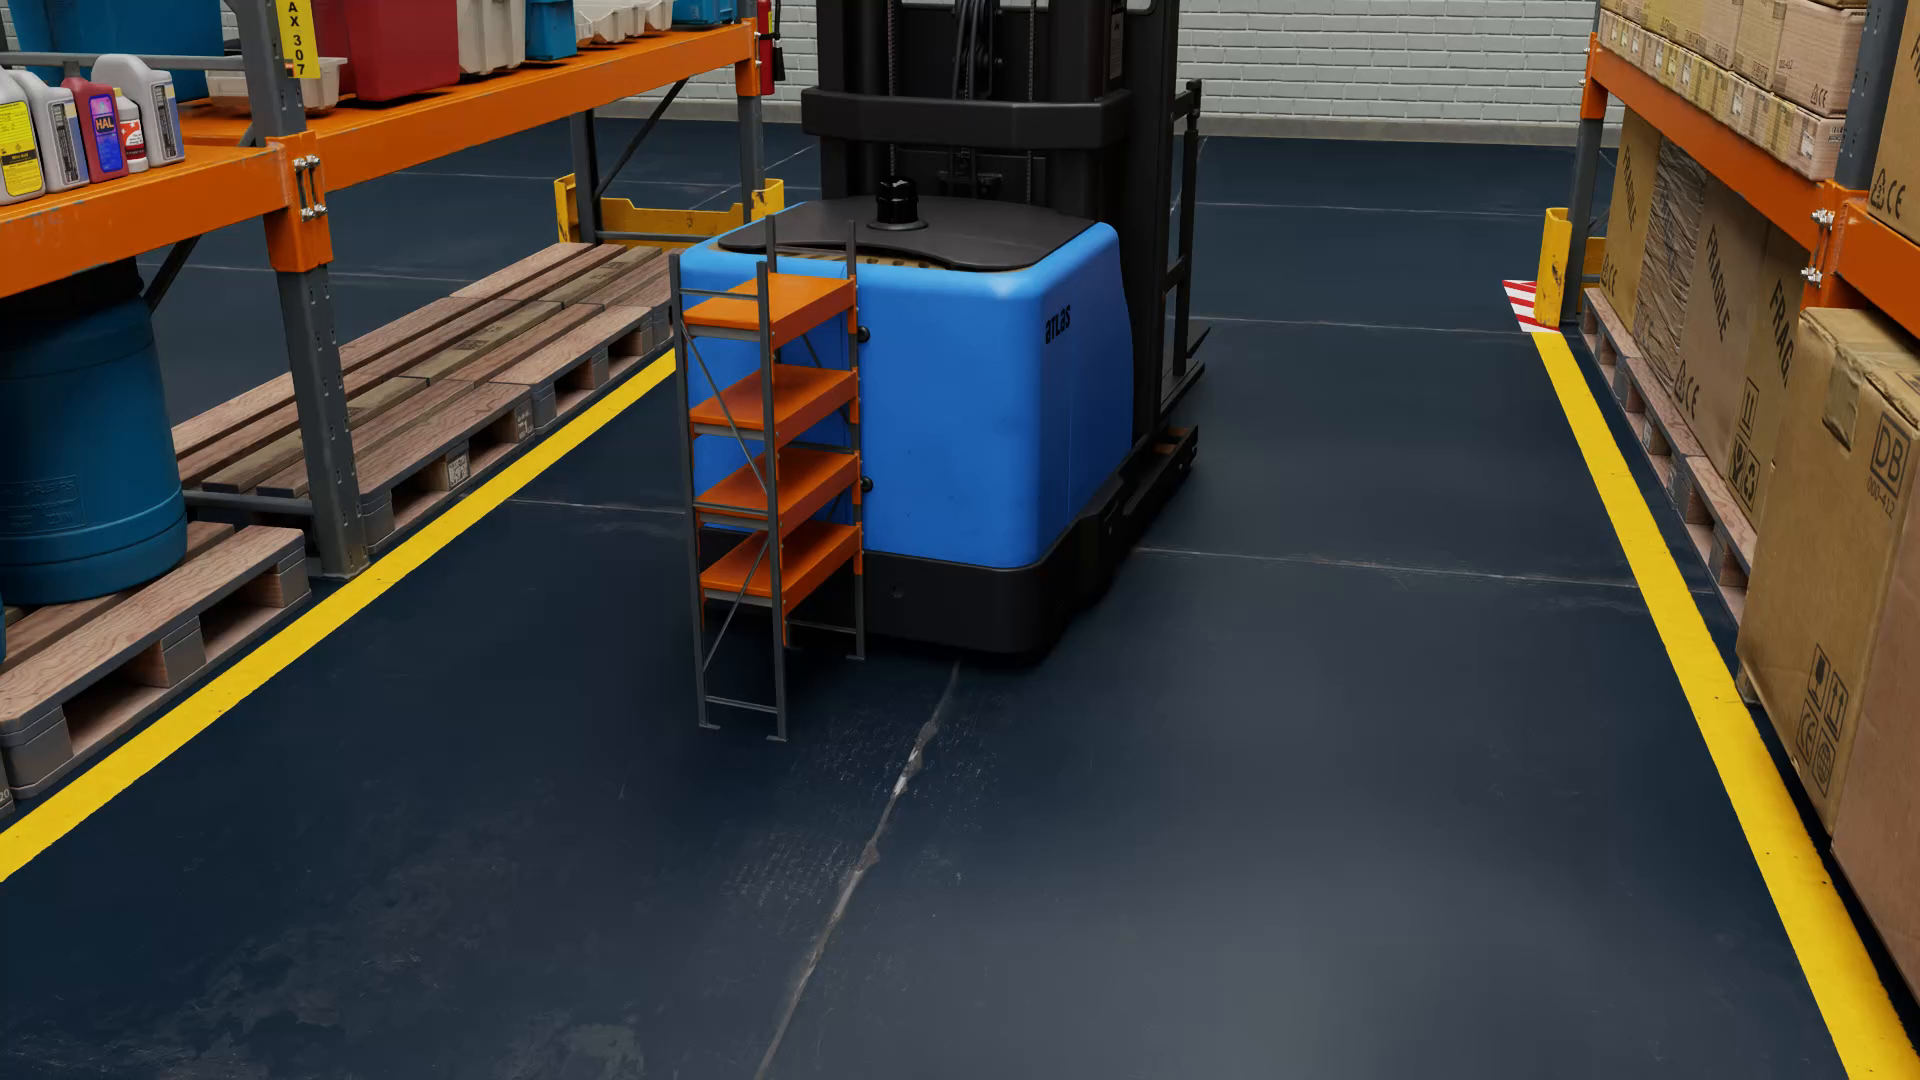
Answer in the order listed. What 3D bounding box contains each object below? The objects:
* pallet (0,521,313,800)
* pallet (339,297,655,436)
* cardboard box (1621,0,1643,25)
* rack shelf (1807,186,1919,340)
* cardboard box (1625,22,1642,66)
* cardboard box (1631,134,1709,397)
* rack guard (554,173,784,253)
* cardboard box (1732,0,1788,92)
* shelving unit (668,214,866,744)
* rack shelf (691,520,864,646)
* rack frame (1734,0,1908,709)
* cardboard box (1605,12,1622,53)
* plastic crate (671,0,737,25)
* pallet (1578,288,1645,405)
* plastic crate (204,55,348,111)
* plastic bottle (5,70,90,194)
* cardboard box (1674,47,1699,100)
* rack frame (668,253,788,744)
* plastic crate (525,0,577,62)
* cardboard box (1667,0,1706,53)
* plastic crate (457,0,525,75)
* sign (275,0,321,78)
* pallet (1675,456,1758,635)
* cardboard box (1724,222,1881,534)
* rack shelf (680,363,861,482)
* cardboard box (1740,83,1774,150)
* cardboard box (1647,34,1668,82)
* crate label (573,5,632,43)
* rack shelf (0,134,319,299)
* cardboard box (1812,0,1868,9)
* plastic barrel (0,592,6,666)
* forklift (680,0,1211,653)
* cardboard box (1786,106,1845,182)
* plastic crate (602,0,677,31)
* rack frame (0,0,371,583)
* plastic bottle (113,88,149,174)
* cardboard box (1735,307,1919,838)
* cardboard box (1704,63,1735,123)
[{"bbox_3d":[-2.523,0.250,4.451,1.003,0.211,1.213,4,22,11],"label":"pallet"},{"bbox_3d":[-1.965,-0.749,6.930,1.003,0.211,1.213,4,22,11],"label":"pallet"},{"bbox_3d":[2.879,-2.131,6.432,0.500,0.250,0.500,4,22,10],"label":"cardboard box"},{"bbox_3d":[2.116,0.120,2.004,1.077,0.370,4.000,4,22,11],"label":"rack shelf"},{"bbox_3d":[2.790,-1.904,6.402,0.380,0.149,0.250,4,22,10],"label":"cardboard box"},{"bbox_3d":[3.103,-1.044,6.214,0.875,0.875,0.875,4,22,11],"label":"cardboard box"},{"bbox_3d":[-1.516,-1.636,8.747,1.175,0.500,0.348,4,22,11],"label":"rack guard"},{"bbox_3d":[2.461,-1.385,4.579,0.500,0.250,0.500,5,23,13],"label":"cardboard box"},{"bbox_3d":[-0.456,-0.158,4.139,0.258,1.200,0.503,8,23,19],"label":"shelving unit"},{"bbox_3d":[-0.456,0.089,4.238,0.258,0.148,0.480,8,23,19],"label":"rack shelf"},{"bbox_3d":[2.525,-0.945,3.686,1.000,3.000,0.127,4,22,11],"label":"rack frame"},{"bbox_3d":[2.894,-2.093,6.872,0.380,0.149,0.250,4,22,10],"label":"cardboard box"},{"bbox_3d":[-1.394,-2.693,7.898,0.616,0.435,0.499,4,22,11],"label":"plastic crate"},{"bbox_3d":[3.254,-0.816,7.098,1.003,0.211,1.213,4,22,11],"label":"pallet"},{"bbox_3d":[-2.089,-1.388,5.057,0.396,0.136,0.243,4,22,11],"label":"plastic crate"},{"bbox_3d":[-2.163,-0.963,3.895,0.152,0.276,0.135,4,22,11],"label":"plastic bottle"},{"bbox_3d":[2.581,-1.528,5.469,0.380,0.149,0.250,5,22,12],"label":"cardboard box"},{"bbox_3d":[-0.540,-0.072,3.926,0.240,1.200,0.015,8,23,19],"label":"rack frame"},{"bbox_3d":[-1.676,-1.965,6.362,0.416,0.233,0.300,4,22,11],"label":"plastic crate"},{"bbox_3d":[2.671,-1.756,5.502,0.500,0.250,0.500,4,22,10],"label":"cardboard box"},{"bbox_3d":[-1.832,-1.840,5.986,0.437,0.282,0.530,4,22,11],"label":"plastic crate"},{"bbox_3d":[-1.786,-1.409,4.466,0.100,0.325,0.005,4,22,11],"label":"sign"},{"bbox_3d":[2.756,0.076,4.882,1.003,0.211,1.213,4,22,11],"label":"pallet"},{"bbox_3d":[2.737,-0.390,4.588,0.875,0.875,0.875,4,22,11],"label":"cardboard box"},{"bbox_3d":[-0.456,-0.303,4.080,0.258,0.148,0.480,8,23,19],"label":"rack shelf"},{"bbox_3d":[2.371,-1.153,4.538,0.380,0.149,0.250,4,22,10],"label":"cardboard box"},{"bbox_3d":[2.685,-1.717,5.937,0.380,0.149,0.250,4,22,10],"label":"cardboard box"},{"bbox_3d":[-1.603,-2.171,7.001,0.396,0.136,0.243,4,22,11],"label":"crate label"},{"bbox_3d":[-2.732,-0.258,2.941,1.077,0.370,4.000,4,22,11],"label":"rack shelf"},{"bbox_3d":[2.357,-1.550,3.986,0.500,0.500,0.500,5,22,12],"label":"cardboard box"},{"bbox_3d":[-2.596,-0.088,3.803,0.600,0.901,0.708,4,22,11],"label":"plastic barrel"},{"bbox_3d":[0.215,-1.578,5.349,1.130,2.935,3.031,8,23,19],"label":"forklift"},{"bbox_3d":[2.266,-0.965,4.071,0.380,0.149,0.250,5,22,11],"label":"cardboard box"},{"bbox_3d":[-1.497,-2.379,7.519,0.396,0.136,0.243,4,22,11],"label":"plastic crate"},{"bbox_3d":[-2.324,-1.323,4.623,1.000,3.000,0.127,4,22,11],"label":"rack frame"},{"bbox_3d":[-2.085,-1.017,4.131,0.097,0.201,0.097,0,22,0],"label":"plastic bottle"},{"bbox_3d":[2.413,0.081,3.419,1.225,0.875,0.875,5,22,11],"label":"cardboard box"},{"bbox_3d":[2.476,-1.342,5.006,0.380,0.149,0.250,5,22,12],"label":"cardboard box"}]
